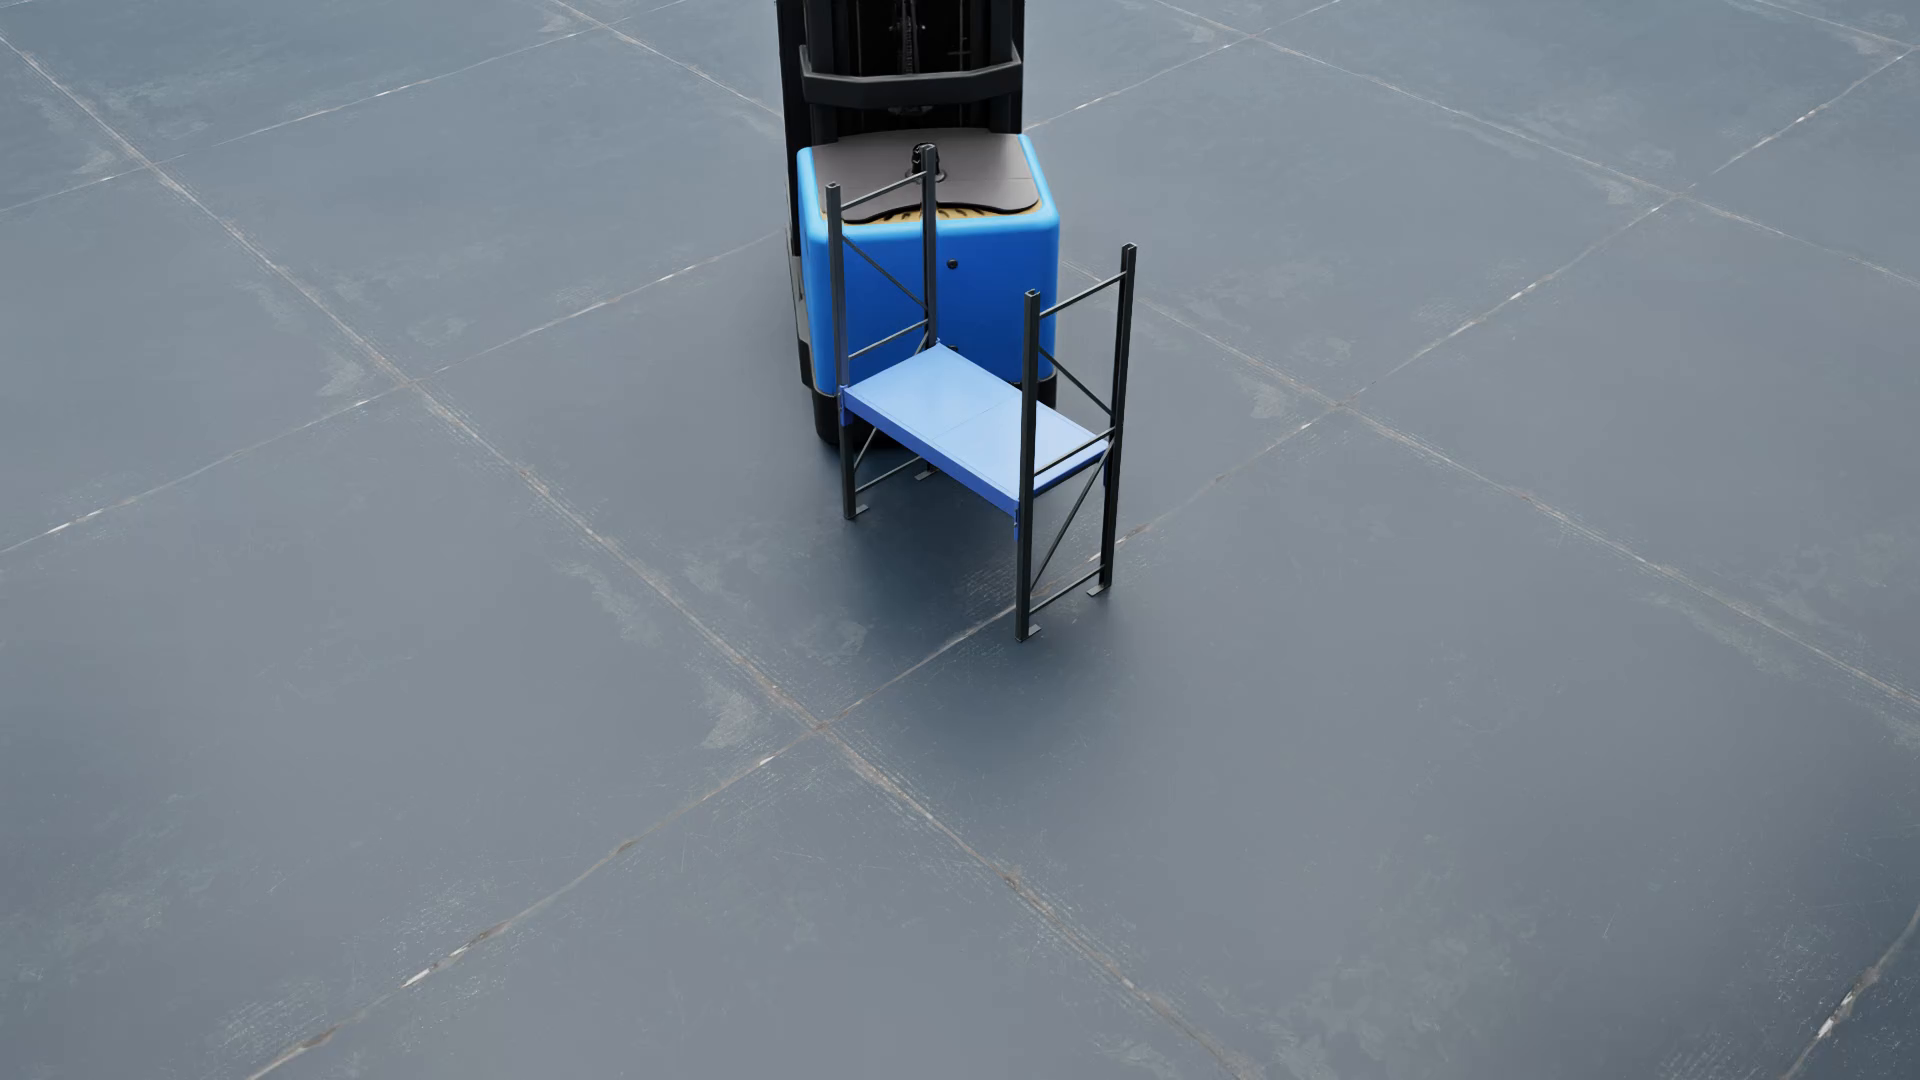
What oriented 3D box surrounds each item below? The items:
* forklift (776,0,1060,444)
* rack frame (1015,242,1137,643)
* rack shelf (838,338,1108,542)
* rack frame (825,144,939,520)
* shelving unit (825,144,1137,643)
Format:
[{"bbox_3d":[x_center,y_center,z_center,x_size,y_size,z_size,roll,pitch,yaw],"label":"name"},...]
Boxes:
[{"bbox_3d":[-0.293,-2.477,7.484,1.130,2.935,3.031,-5,39,-6],"label":"forklift"},{"bbox_3d":[0.402,-0.309,5.939,0.500,1.500,0.032,-30,48,-32],"label":"rack frame"},{"bbox_3d":[0.058,-0.404,6.343,0.538,0.185,1.000,-30,48,-32],"label":"rack shelf"},{"bbox_3d":[-0.286,-0.779,6.521,0.500,1.500,0.032,-30,48,-32],"label":"rack frame"},{"bbox_3d":[0.058,-0.544,6.230,0.538,1.500,1.048,-30,48,-32],"label":"shelving unit"}]
